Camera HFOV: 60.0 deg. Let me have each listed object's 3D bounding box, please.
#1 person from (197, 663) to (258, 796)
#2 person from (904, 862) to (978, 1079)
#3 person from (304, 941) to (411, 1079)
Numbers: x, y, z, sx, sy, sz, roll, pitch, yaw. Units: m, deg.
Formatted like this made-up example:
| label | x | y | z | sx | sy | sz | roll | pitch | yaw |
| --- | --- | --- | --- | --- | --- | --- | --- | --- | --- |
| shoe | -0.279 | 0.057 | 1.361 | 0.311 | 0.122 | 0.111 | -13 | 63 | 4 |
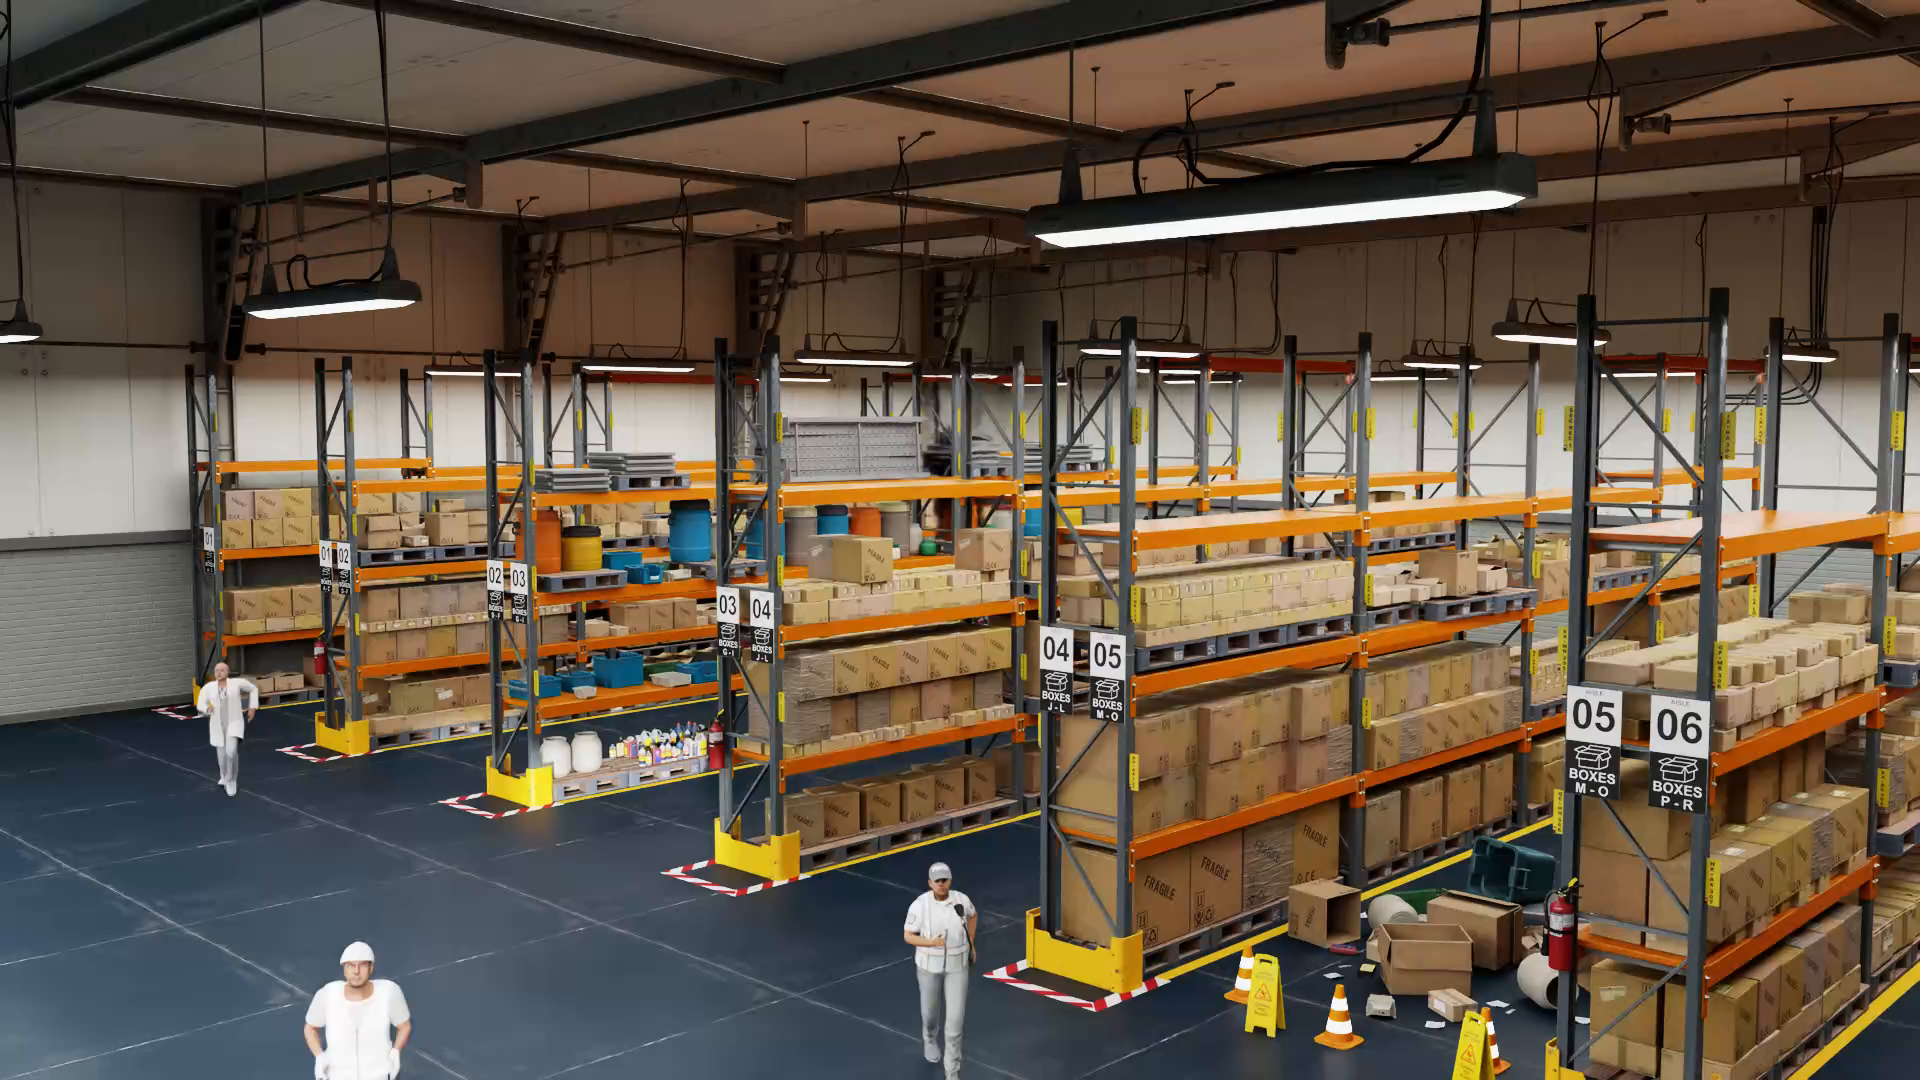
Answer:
| label | x | y | z | sx | sy | sz | roll | pitch | yaw |
| --- | --- | --- | --- | --- | --- | --- | --- | --- | --- |
| person | -9.942 | 2.552 | 22.593 | 0.727 | 1.805 | 0.960 | -1 | 4 | -10 |
| person | -0.156 | 3.334 | 12.913 | 0.565 | 1.688 | 0.842 | 0 | 4 | -5 |
| person | -3.905 | 3.467 | 10.798 | 0.658 | 1.736 | 0.581 | -1 | 5 | -19 |
